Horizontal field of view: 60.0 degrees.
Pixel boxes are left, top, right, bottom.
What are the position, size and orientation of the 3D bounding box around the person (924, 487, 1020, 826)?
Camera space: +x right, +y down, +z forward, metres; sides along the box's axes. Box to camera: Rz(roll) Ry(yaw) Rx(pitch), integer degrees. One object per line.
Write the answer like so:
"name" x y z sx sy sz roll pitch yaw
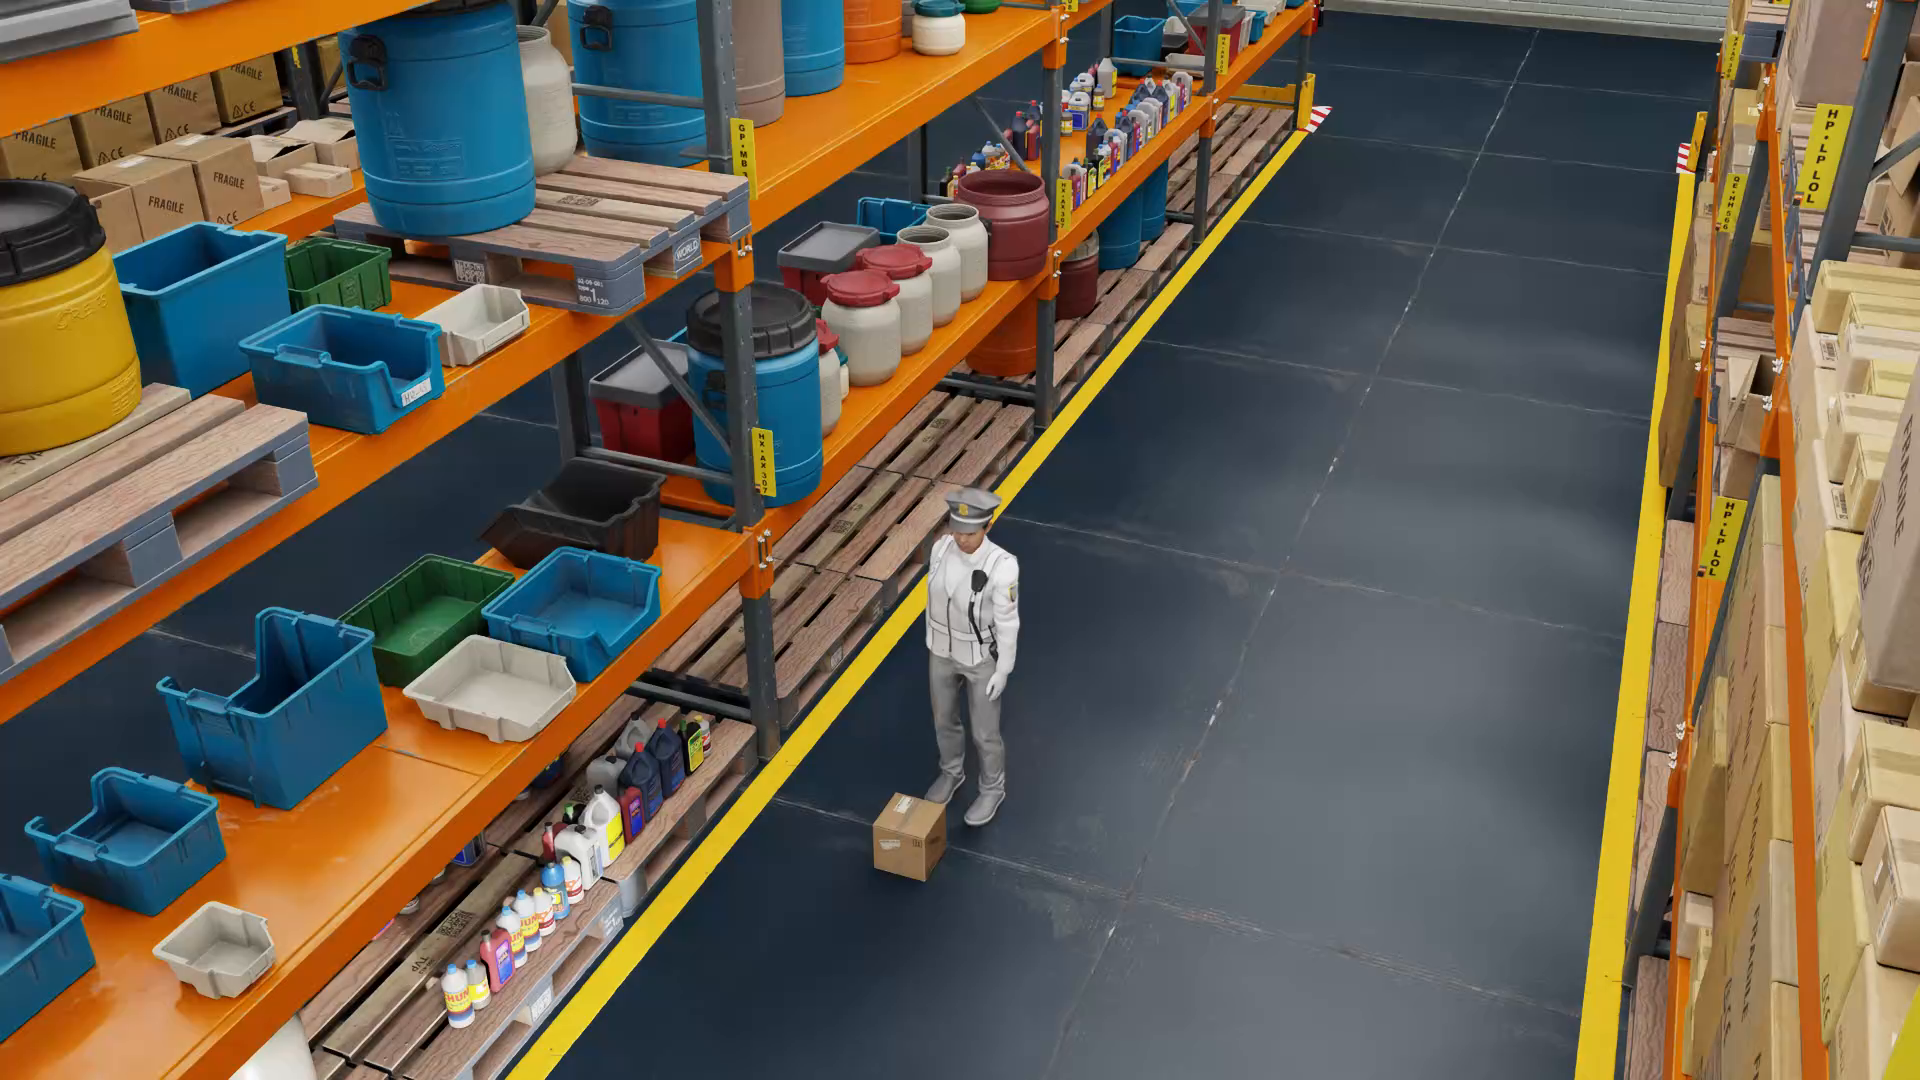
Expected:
"person" 0.042 0.527 7.469 0.467 1.670 0.313 17 34 28
